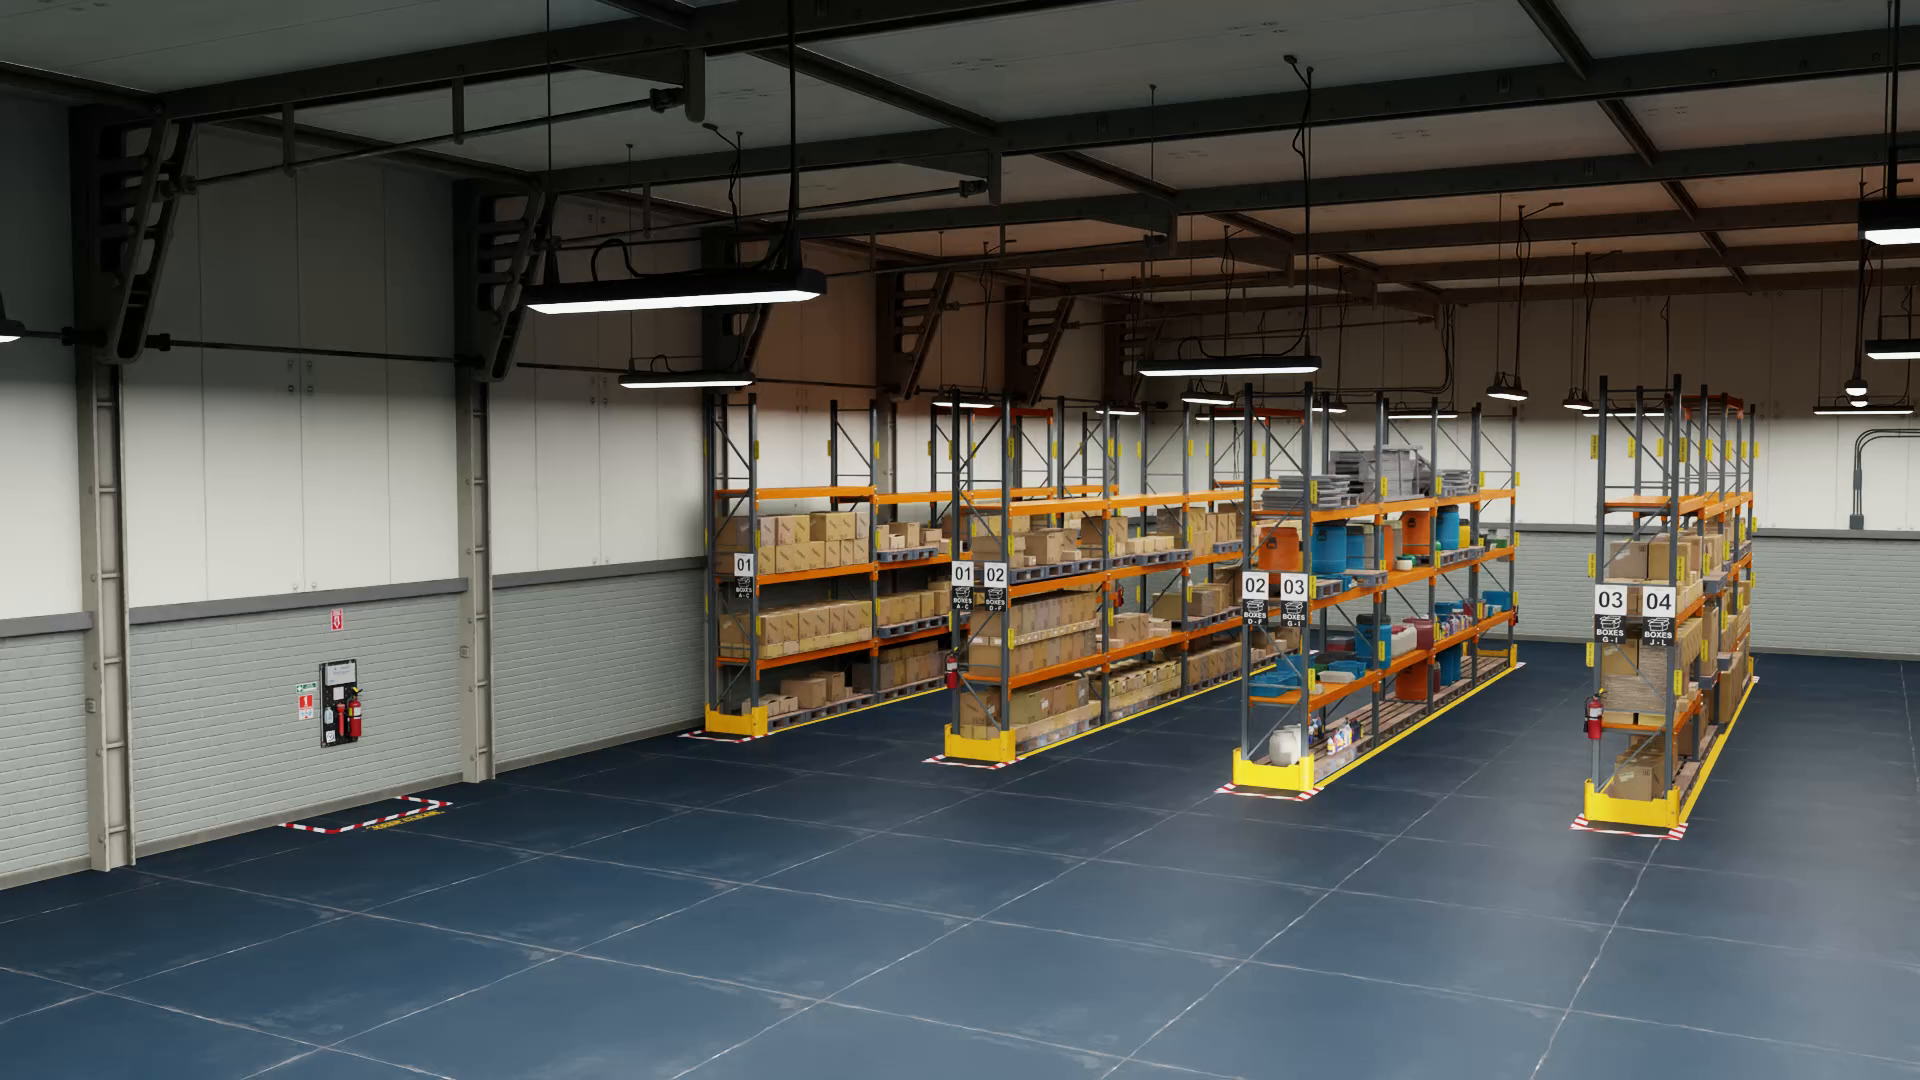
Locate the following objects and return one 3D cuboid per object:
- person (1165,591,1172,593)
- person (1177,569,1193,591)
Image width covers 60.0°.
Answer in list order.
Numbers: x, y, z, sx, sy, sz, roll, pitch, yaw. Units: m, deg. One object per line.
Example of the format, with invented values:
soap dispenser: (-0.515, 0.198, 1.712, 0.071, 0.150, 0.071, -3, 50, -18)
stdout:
person: (4.750, 2.073, 38.383, 0.610, 1.741, 0.606, 0, 3, 5)
person: (6.097, 1.660, 45.269, 0.613, 1.782, 0.687, -2, 4, -38)
